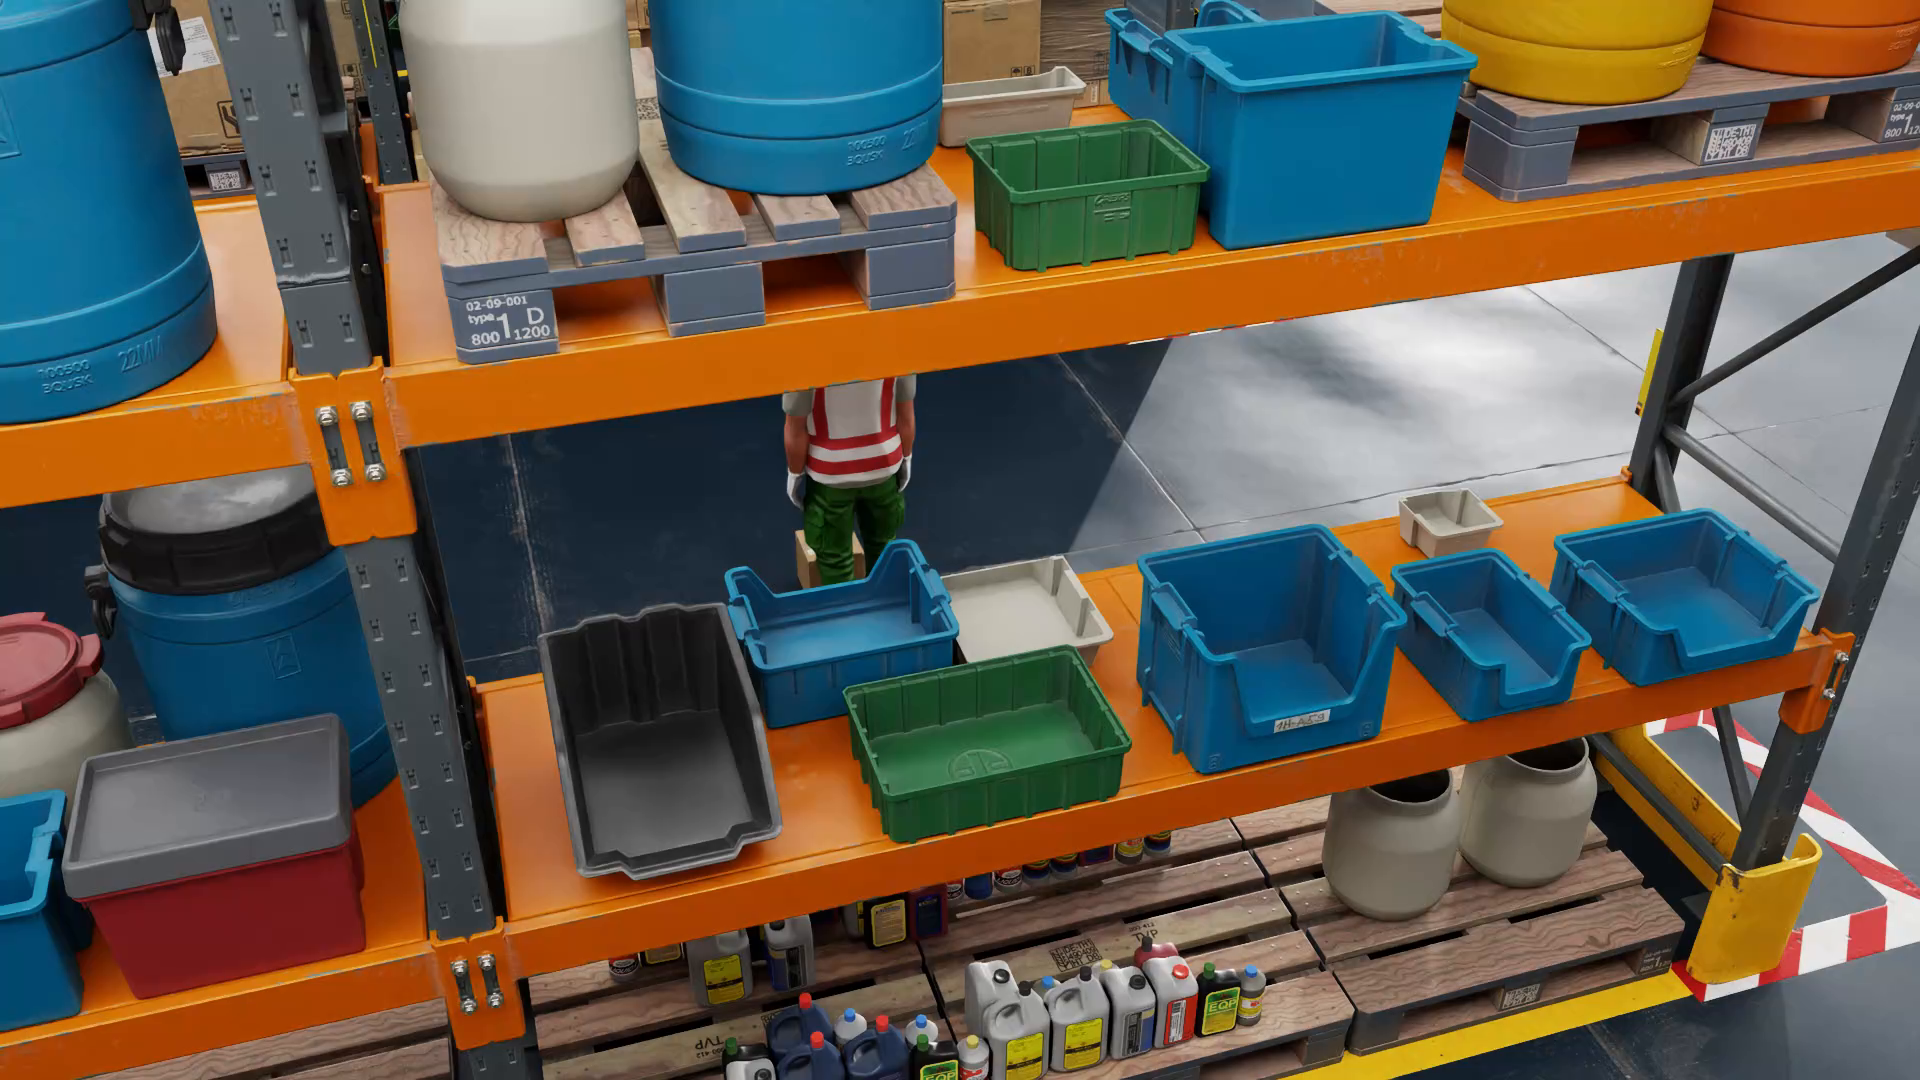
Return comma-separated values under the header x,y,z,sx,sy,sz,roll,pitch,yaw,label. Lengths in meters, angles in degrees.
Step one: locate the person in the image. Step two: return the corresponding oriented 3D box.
x,y,z,sx,sy,sz,roll,pitch,yaw,label
-0.438,-0.290,6.561,0.523,1.796,0.416,-9,35,-13,person
